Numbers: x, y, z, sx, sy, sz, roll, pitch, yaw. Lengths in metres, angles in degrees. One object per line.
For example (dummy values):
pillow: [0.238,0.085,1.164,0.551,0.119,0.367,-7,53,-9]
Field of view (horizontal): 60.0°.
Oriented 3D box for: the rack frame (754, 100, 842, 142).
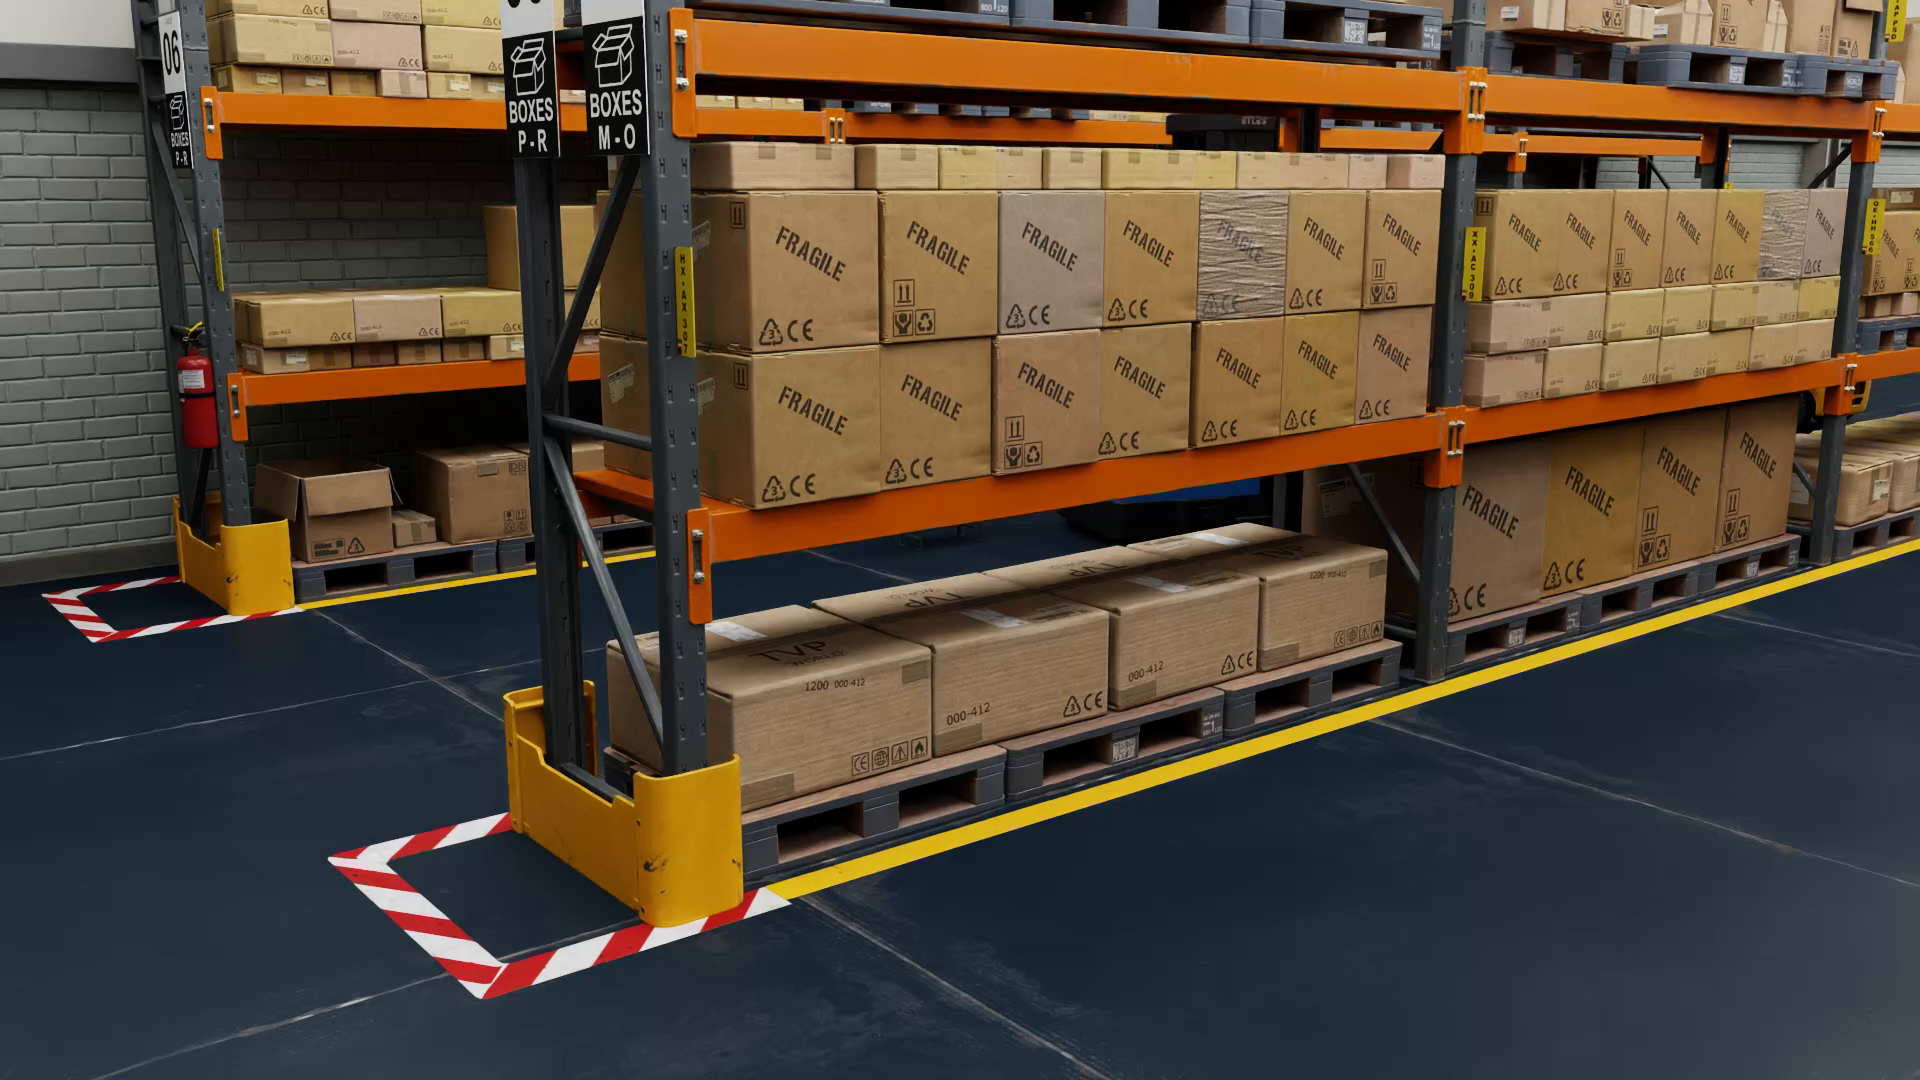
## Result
rack frame: [-1.149,-1.668,11.763,0.127,3.000,1.000,-9,15,-38]

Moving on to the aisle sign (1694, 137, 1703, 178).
aisle sign: [8.456,-4.458,18.642,0.004,0.787,0.394,-9,15,-38]

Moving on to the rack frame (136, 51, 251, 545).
rack frame: [-4.273,-1.149,9.319,0.127,3.000,1.000,-9,15,-38]

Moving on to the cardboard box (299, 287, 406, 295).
cardboard box: [-3.676,-1.391,10.101,0.500,0.250,0.500,-9,15,-37]

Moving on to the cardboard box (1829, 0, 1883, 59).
cardboard box: [4.878,-3.032,9.707,0.637,0.503,0.797,-11,16,-41]

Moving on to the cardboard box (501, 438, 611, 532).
cardboard box: [-2.569,-0.353,10.576,0.500,0.500,0.500,-9,15,-37]

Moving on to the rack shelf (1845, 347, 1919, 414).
rack shelf: [6.639,-1.290,11.715,4.000,0.370,1.077,-9,15,-38]

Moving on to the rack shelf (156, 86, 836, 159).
rack shelf: [-2.711,-2.524,10.304,4.000,0.370,1.077,-9,15,-38]

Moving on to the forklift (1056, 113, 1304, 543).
forklift: [2.250,-1.566,11.449,3.031,2.935,1.130,-4,13,-19]

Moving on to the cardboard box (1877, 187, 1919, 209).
cardboard box: [6.829,-2.457,11.951,0.250,0.149,0.380,-8,15,-35]

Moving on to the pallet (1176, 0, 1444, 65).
pallet: [1.309,-2.183,7.180,1.213,0.211,1.003,-9,15,-38]

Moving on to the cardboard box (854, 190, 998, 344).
cardboard box: [-0.217,-0.967,5.812,0.500,0.500,0.500,-10,16,-39]

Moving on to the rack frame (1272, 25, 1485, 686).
rack frame: [1.954,-0.864,7.974,0.127,3.000,1.000,-9,15,-38]

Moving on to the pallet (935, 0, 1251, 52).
pallet: [0.357,-2.026,6.438,1.213,0.211,1.003,-9,15,-38]

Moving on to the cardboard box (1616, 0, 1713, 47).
cardboard box: [3.600,-2.651,8.482,0.258,0.266,0.396,-8,14,-33]

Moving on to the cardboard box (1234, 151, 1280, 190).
cardboard box: [1.079,-1.506,6.789,0.250,0.149,0.380,-10,15,-38]

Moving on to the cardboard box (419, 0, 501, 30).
cardboard box: [-2.977,-3.080,9.633,0.500,0.250,0.500,-10,15,-39]

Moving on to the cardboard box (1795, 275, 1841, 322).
cardboard box: [4.858,-1.450,9.892,0.500,0.250,0.500,-10,15,-38]

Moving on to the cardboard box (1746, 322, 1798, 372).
cardboard box: [4.456,-1.133,9.602,0.500,0.250,0.500,-9,15,-37]

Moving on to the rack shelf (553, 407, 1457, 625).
rack shelf: [0.393,-0.252,6.827,4.000,0.370,1.077,-9,15,-38]

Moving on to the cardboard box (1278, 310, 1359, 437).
cardboard box: [1.354,-0.743,7.166,0.500,0.500,0.500,-10,16,-39]

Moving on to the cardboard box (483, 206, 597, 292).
cardboard box: [-2.579,-1.798,10.214,0.500,0.500,0.500,-9,15,-36]

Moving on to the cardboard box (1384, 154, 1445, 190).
cardboard box: [1.913,-1.627,7.361,0.250,0.149,0.380,-10,15,-39]

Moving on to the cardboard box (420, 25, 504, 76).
cardboard box: [-2.964,-2.835,9.684,0.500,0.250,0.500,-10,16,-39]

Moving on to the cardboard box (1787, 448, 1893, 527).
cardboard box: [5.525,-0.374,10.985,0.625,0.372,0.950,-11,16,-41]

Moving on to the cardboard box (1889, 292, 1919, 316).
cardboard box: [5.932,-1.536,10.737,0.250,0.149,0.380,-11,16,-41]

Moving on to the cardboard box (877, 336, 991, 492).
cardboard box: [-0.237,-0.479,5.924,0.500,0.500,0.500,-10,15,-38]

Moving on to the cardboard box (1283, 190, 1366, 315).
cardboard box: [1.357,-1.231,7.057,0.500,0.500,0.500,-10,15,-38]

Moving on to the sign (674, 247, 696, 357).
sign: [-0.827,-0.716,5.004,0.005,0.325,0.100,-9,15,-38]

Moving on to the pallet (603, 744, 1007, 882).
pallet: [-0.594,0.903,6.368,1.213,0.211,1.003,-9,15,-38]

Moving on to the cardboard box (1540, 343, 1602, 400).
cardboard box: [2.866,-0.872,8.374,0.500,0.250,0.500,-10,16,-39]

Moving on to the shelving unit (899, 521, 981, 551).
shelving unit: [-0.129,-0.565,10.903,0.503,1.200,0.258,-9,15,-38]

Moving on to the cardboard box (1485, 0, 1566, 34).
cardboard box: [2.564,-2.479,7.671,0.258,0.266,0.396,-10,15,-38]

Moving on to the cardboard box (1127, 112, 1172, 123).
cardboard box: [1.333,-3.410,13.105,0.500,0.250,0.500,-9,15,-37]

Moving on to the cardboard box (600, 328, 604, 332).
cardboard box: [-2.293,-1.305,10.659,0.250,0.149,0.380,-9,15,-37]

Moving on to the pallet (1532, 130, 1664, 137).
pallet: [6.699,-4.403,17.632,1.213,0.211,1.003,-9,15,-38]

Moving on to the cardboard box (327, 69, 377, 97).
cardboard box: [-3.479,-2.566,9.374,0.250,0.149,0.380,-9,15,-37]

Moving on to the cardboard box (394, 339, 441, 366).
cardboard box: [-3.256,-1.127,9.822,0.250,0.149,0.380,-9,15,-36]

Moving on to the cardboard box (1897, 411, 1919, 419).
cardboard box: [7.793,-0.753,12.770,0.625,0.372,0.950,-9,15,-37]

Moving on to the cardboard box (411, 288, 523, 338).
cardboard box: [-2.963,-1.368,9.995,0.500,0.250,0.500,-10,15,-39]

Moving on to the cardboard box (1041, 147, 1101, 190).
cardboard box: [0.303,-1.367,6.135,0.250,0.149,0.380,-9,15,-37]

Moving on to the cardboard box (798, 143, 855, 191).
cardboard box: [-0.559,-1.247,5.568,0.250,0.149,0.380,-9,15,-36]

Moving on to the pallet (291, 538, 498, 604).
pallet: [-3.592,0.102,10.143,1.213,0.211,1.003,-9,15,-38]

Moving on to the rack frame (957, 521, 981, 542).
rack frame: [0.061,-0.597,11.052,0.015,1.200,0.240,-9,15,-38]

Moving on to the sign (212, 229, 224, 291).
sign: [-3.934,-1.485,8.814,0.005,0.325,0.100,-9,15,-38]

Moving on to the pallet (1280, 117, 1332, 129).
pallet: [2.448,-3.665,14.399,1.003,0.211,1.213,-9,15,-35]

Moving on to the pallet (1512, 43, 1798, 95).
pallet: [3.737,-2.520,9.007,1.213,0.211,1.003,-9,15,-35]

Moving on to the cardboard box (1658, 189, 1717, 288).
cardboard box: [3.650,-1.615,8.866,0.500,0.500,0.500,-10,15,-39]

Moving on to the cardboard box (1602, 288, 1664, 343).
cardboard box: [3.274,-1.179,8.619,0.500,0.250,0.500,-9,15,-37]

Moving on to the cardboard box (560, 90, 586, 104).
cardboard box: [-2.429,-2.713,10.069,0.250,0.149,0.380,-9,15,-37]

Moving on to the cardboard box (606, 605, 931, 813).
cardboard box: [-0.716,0.602,6.232,0.875,0.438,0.875,-10,16,-40]

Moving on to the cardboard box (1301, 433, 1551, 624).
cardboard box: [2.388,-0.123,8.591,0.875,0.875,0.875,-9,15,-36]

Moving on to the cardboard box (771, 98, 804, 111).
cardboard box: [-1.246,-2.918,11.032,0.250,0.149,0.380,-10,15,-38]
